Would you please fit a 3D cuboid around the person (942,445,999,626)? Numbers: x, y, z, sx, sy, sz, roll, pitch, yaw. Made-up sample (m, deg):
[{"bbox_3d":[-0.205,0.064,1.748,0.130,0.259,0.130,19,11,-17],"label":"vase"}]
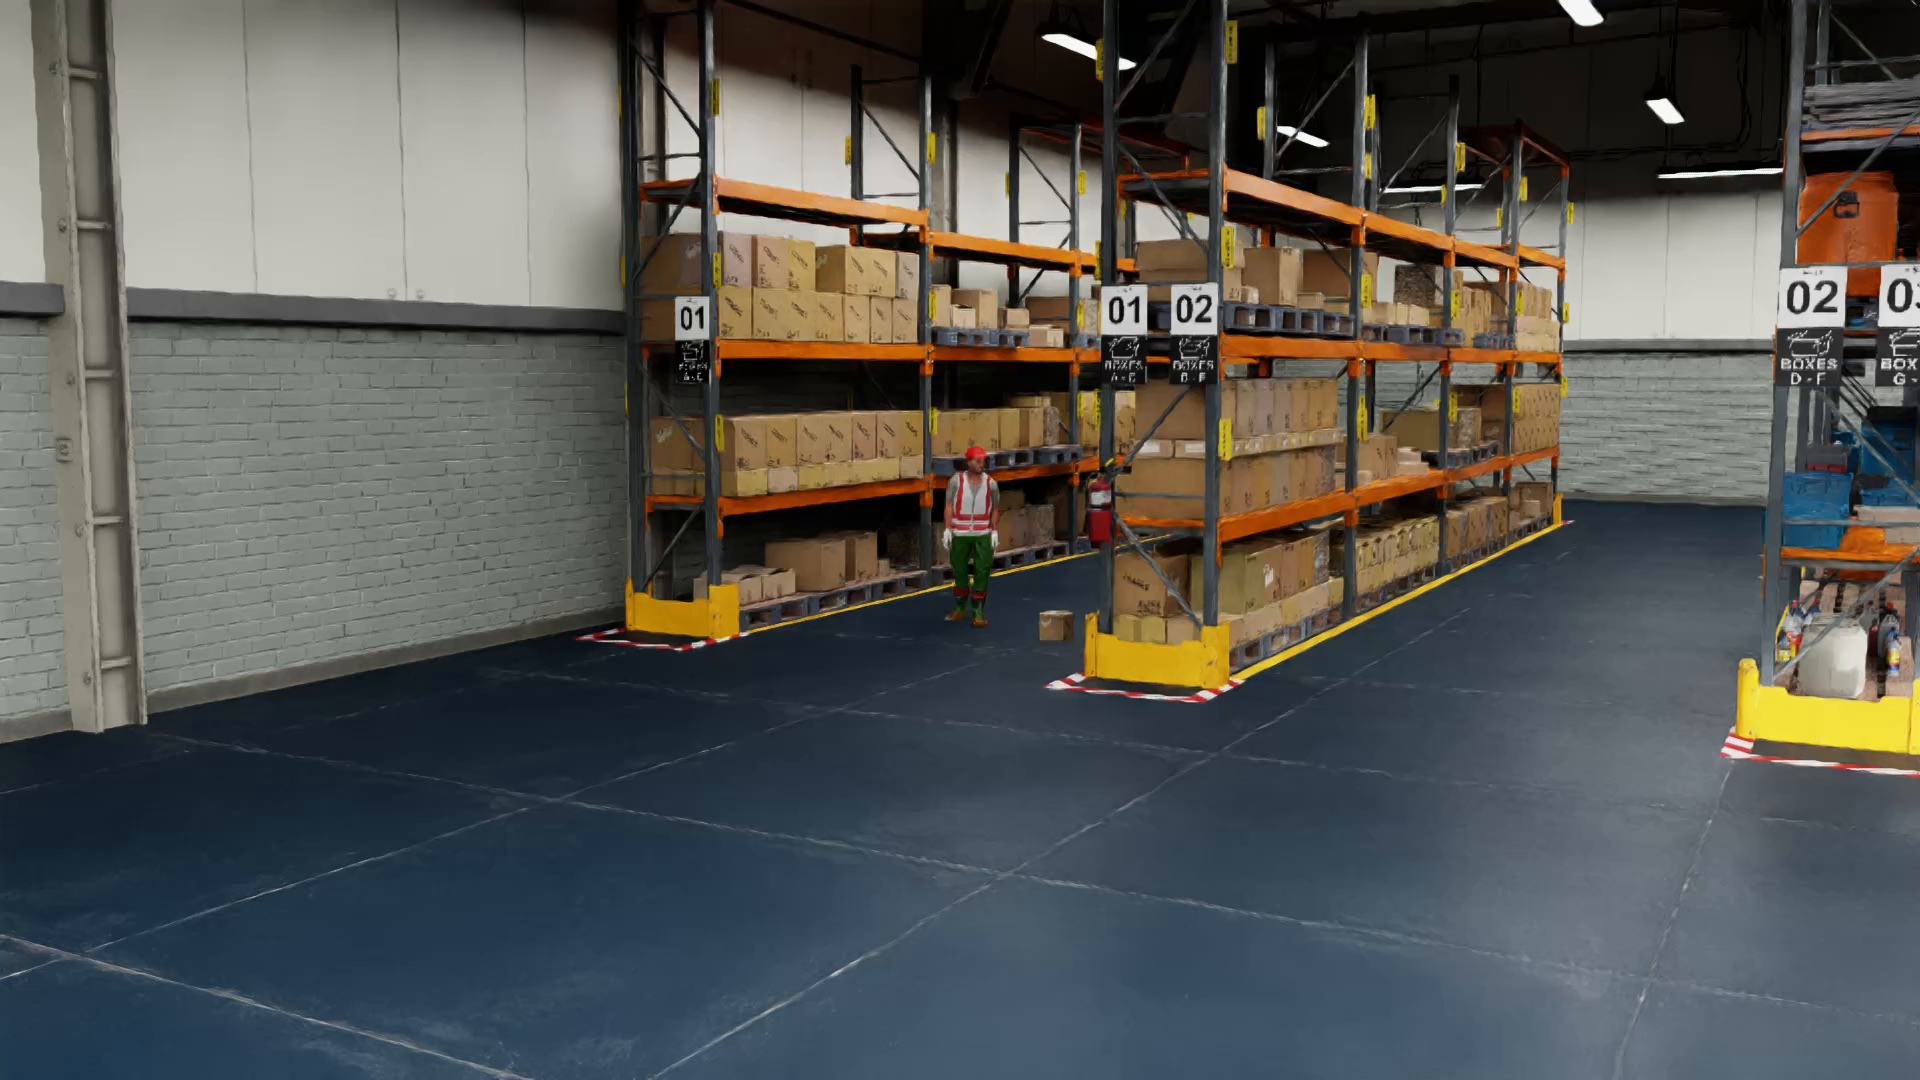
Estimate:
[{"bbox_3d":[0.107,-0.053,16.494,0.568,1.781,0.565,0,6,-3],"label":"person"}]
